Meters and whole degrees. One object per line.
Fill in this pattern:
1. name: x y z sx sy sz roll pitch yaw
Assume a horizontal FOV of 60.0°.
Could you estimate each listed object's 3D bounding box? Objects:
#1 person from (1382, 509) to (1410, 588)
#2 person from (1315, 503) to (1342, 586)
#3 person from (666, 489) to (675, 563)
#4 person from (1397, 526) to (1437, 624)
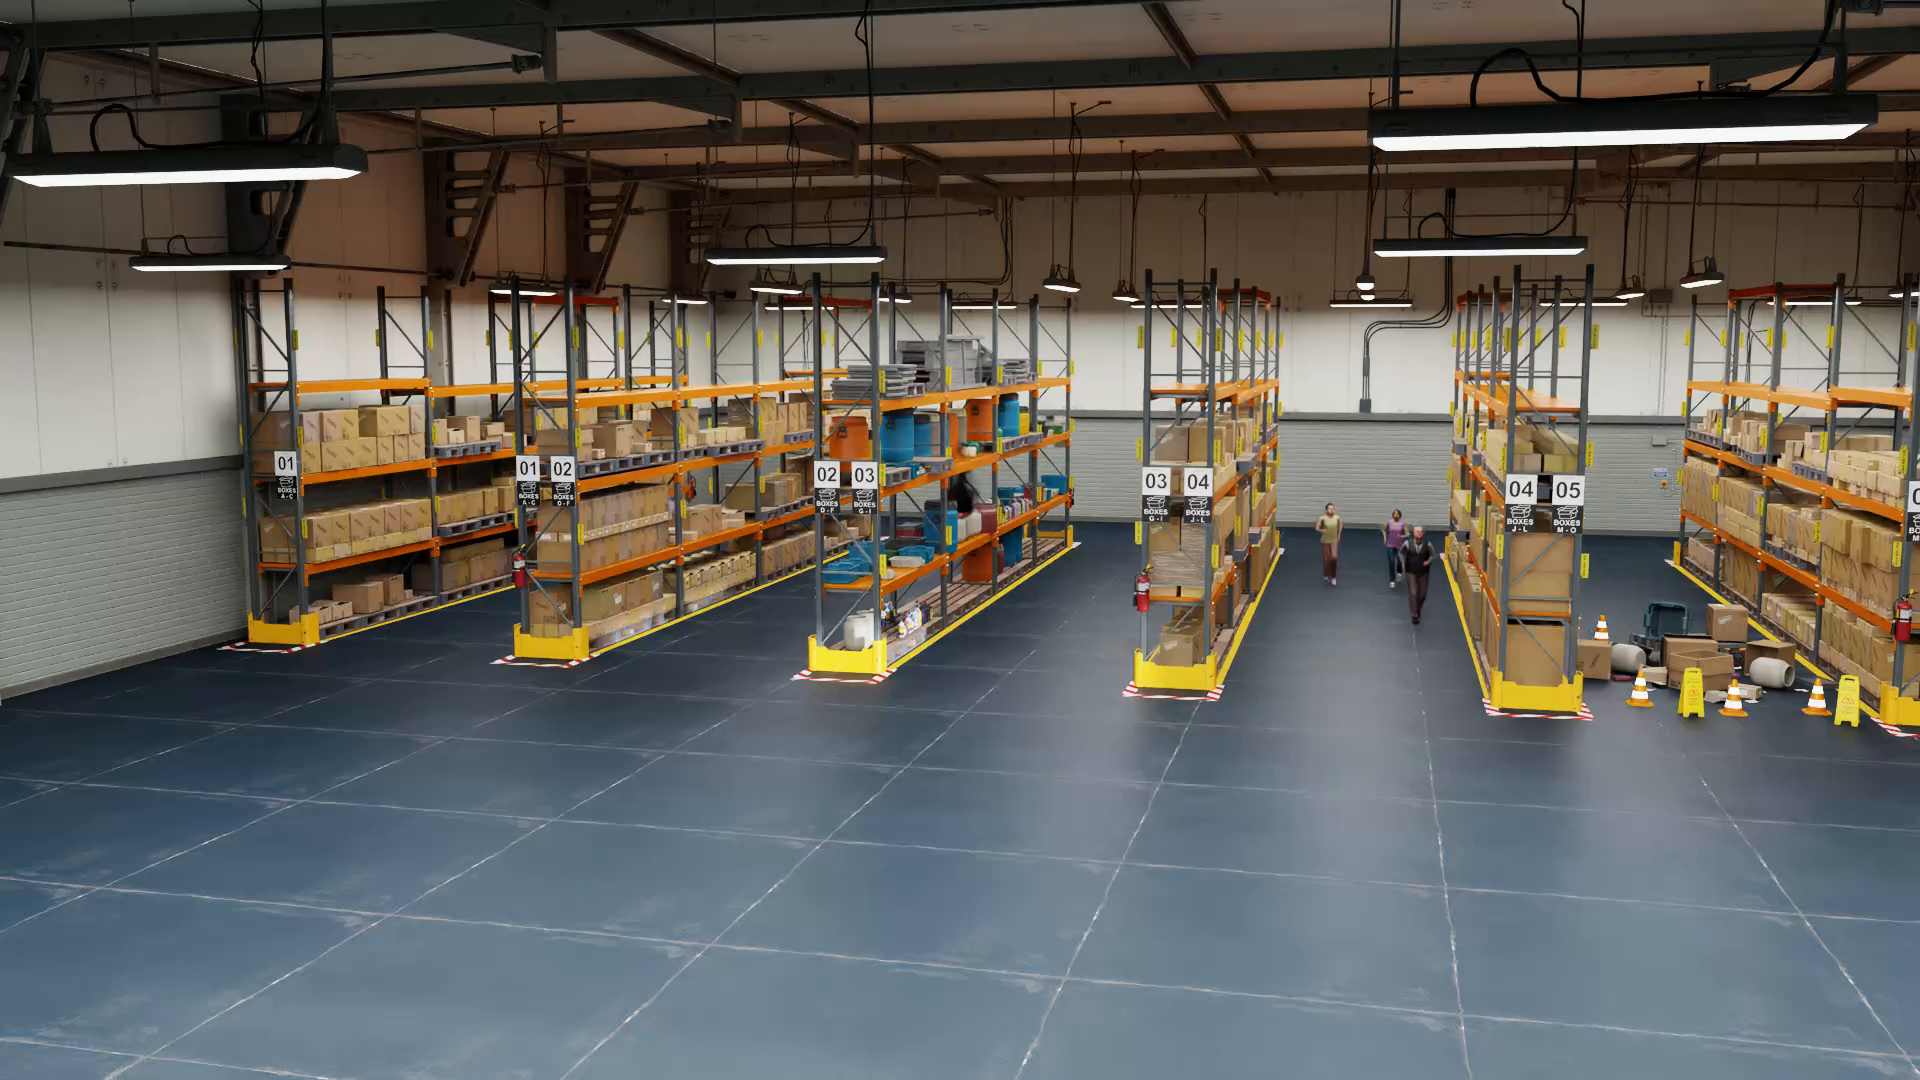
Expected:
1. person: 8.872 0.148 33.887 0.546 1.571 0.857 2 7 17
2. person: 7.593 0.089 34.241 0.567 1.716 0.704 1 7 7
3. person: -6.476 -0.313 37.651 0.574 1.693 0.703 0 7 2
4. person: 8.136 0.607 29.599 0.676 1.710 0.802 1 7 7
